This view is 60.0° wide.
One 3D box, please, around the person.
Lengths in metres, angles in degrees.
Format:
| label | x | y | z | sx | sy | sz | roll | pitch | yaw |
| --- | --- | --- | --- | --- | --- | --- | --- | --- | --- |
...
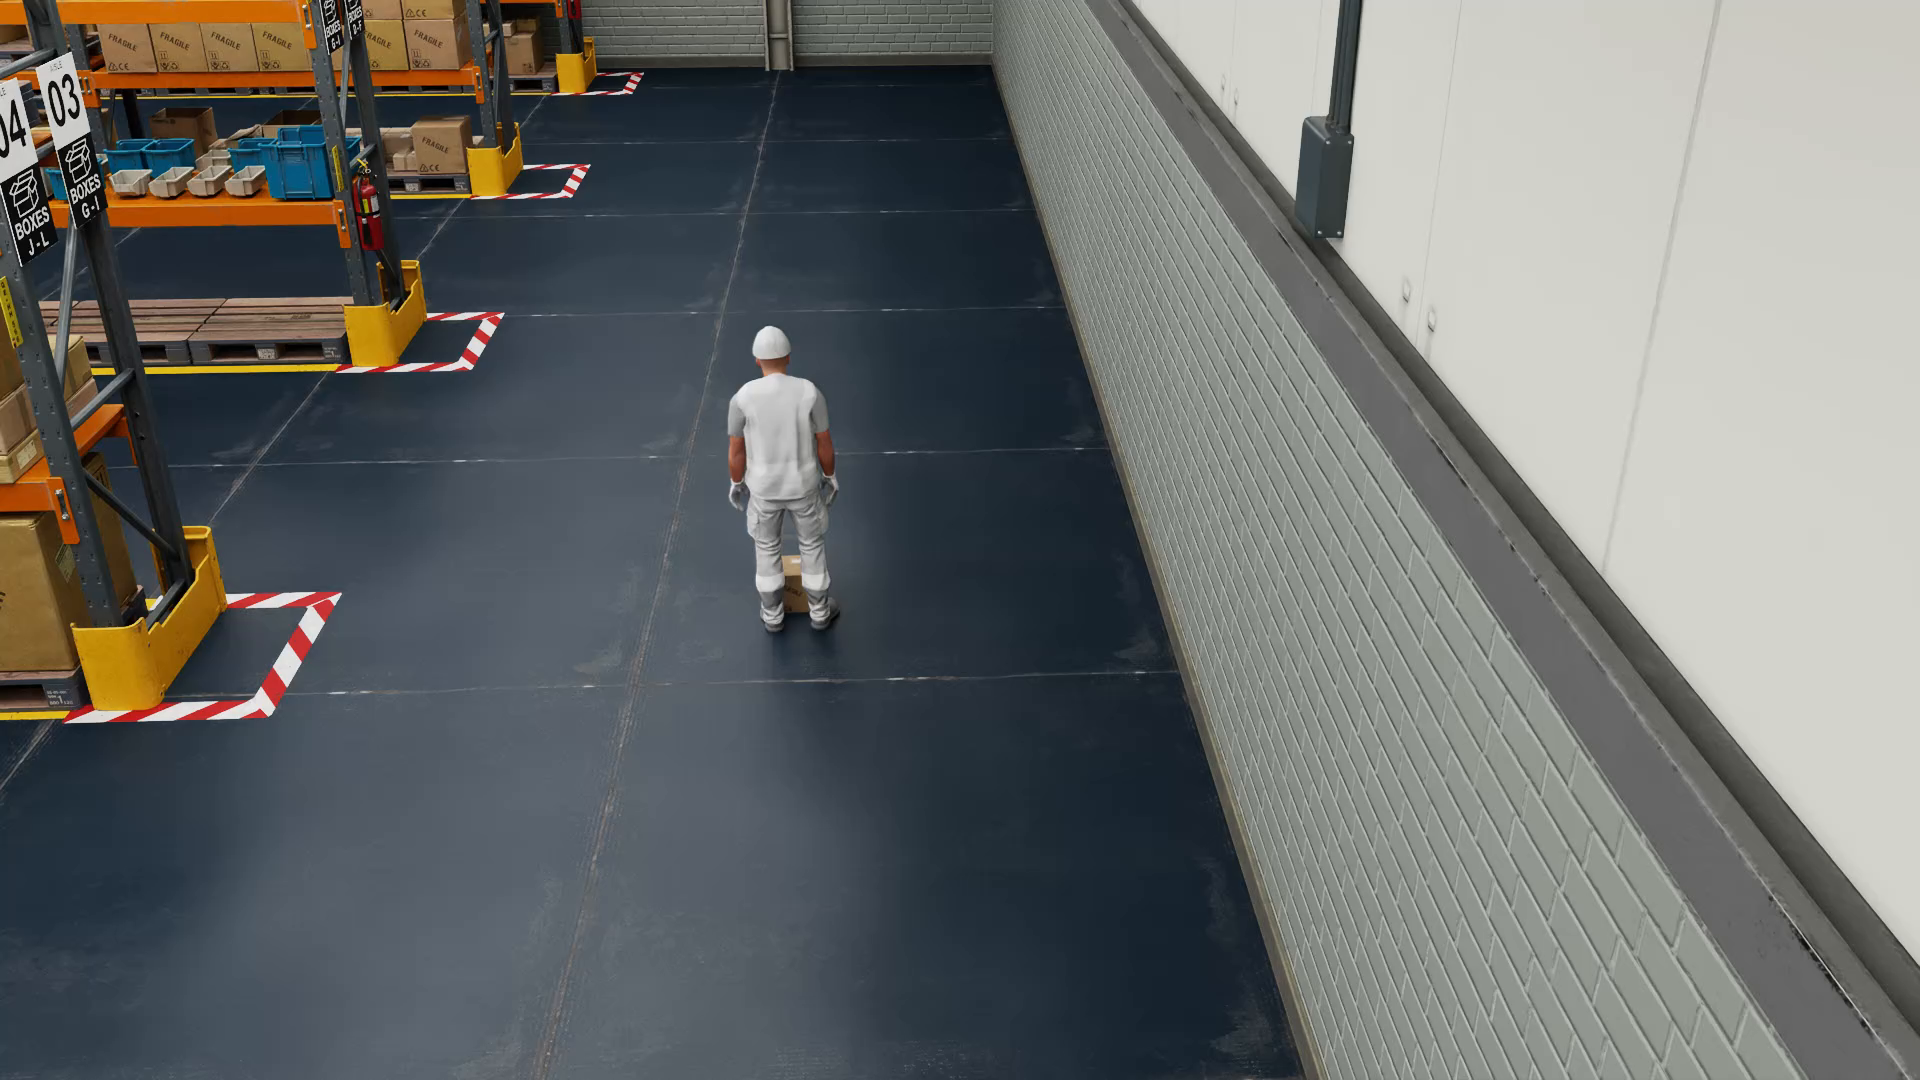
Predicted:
| label | x | y | z | sx | sy | sz | roll | pitch | yaw |
| --- | --- | --- | --- | --- | --- | --- | --- | --- | --- |
| person | -0.977 | -0.315 | 9.215 | 0.609 | 1.777 | 0.453 | -3 | 27 | -5 |
